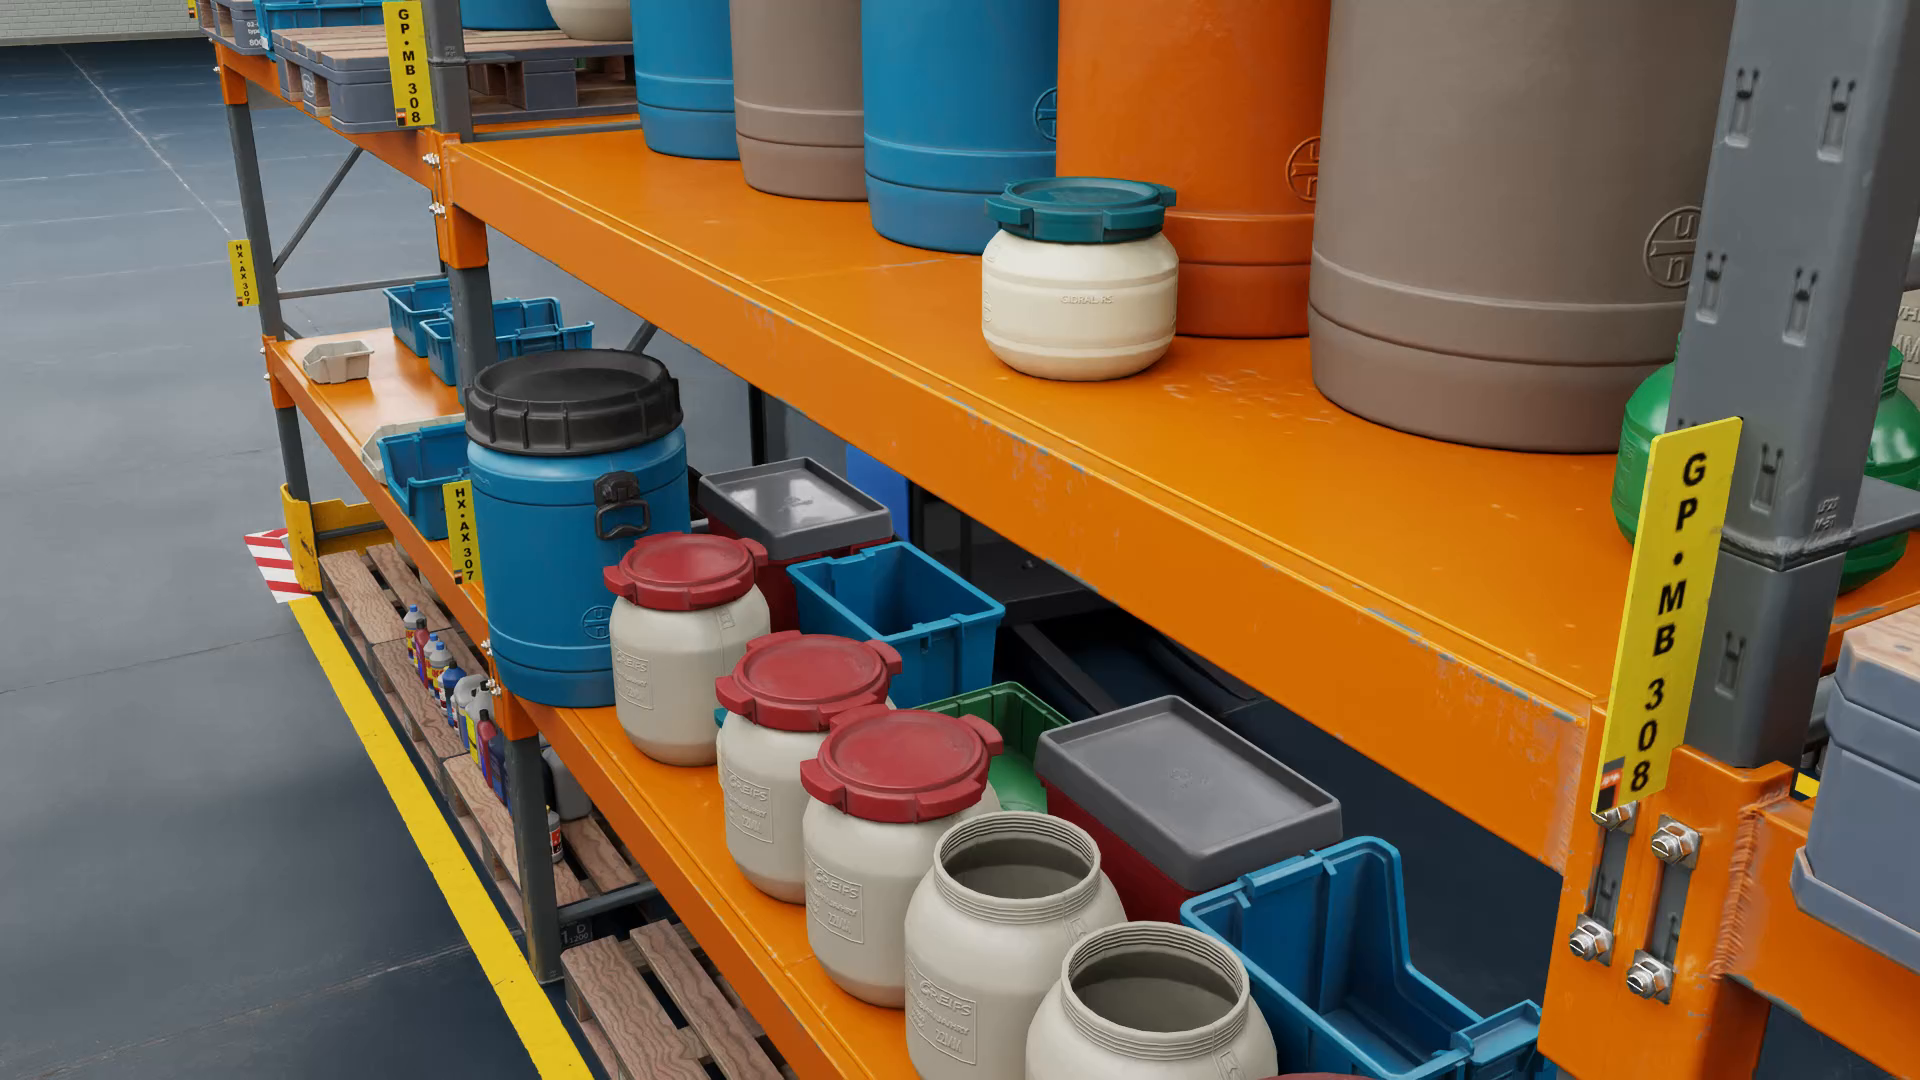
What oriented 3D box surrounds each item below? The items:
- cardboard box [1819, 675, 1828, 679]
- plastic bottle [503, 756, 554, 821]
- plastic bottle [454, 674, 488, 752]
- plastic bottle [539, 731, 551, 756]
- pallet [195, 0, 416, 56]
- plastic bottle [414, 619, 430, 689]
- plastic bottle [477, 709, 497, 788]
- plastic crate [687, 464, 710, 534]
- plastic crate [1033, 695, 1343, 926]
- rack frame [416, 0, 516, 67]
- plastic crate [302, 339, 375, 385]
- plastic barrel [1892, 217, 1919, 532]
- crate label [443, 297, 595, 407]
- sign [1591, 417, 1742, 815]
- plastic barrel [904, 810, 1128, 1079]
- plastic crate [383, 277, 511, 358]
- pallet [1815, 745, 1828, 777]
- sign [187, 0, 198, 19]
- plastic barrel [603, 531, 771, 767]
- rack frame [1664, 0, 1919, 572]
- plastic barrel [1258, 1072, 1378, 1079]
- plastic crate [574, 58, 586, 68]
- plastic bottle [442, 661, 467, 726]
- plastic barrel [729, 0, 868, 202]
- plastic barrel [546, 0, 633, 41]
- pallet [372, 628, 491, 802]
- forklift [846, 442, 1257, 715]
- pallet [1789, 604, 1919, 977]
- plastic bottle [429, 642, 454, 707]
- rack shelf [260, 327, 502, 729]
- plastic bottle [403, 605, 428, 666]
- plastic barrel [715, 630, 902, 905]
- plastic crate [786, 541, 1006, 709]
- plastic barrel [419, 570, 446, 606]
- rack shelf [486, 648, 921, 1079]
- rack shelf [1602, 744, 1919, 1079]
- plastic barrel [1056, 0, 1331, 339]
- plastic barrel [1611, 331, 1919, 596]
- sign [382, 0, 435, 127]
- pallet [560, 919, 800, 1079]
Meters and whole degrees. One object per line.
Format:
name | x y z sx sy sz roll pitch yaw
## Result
cardboard box | 3.767 0.642 6.842 0.500 0.250 0.500 -13 26 -30
plastic bottle | -1.590 0.873 6.113 0.144 0.351 0.185 -13 26 -30
plastic bottle | -1.933 0.688 6.668 0.152 0.276 0.135 -12 25 -27
plastic bottle | -1.574 0.809 6.370 0.152 0.276 0.135 -13 25 -28
pallet | -2.718 -2.307 7.271 1.003 0.211 1.213 -13 25 -28
plastic bottle | -2.298 0.487 7.154 0.061 0.283 0.133 -12 25 -27
plastic bottle | -1.807 0.798 6.388 0.061 0.283 0.133 -11 24 -25
plastic crate | -1.171 -0.162 5.809 0.767 0.338 0.504 -13 25 -28
plastic crate | 0.468 0.686 3.554 0.402 0.464 0.583 -13 25 -28
rack frame | -1.013 -2.776 4.190 1.000 3.000 0.127 -13 25 -28
plastic crate | -2.876 -0.818 7.690 0.298 0.136 0.250 -13 25 -28
plastic barrel | 1.135 -0.303 1.941 0.421 0.512 0.421 0 22 0
crate label | -1.884 -0.764 7.161 0.502 0.435 0.616 -13 25 -28
sign | 0.561 0.065 1.323 0.100 0.325 0.005 -13 25 -28
plastic barrel | 0.106 0.818 3.167 0.421 0.512 0.421 0 22 0
plastic crate | -2.544 -1.118 8.277 0.499 0.251 0.616 -13 25 -28
pallet | 4.284 0.970 6.645 1.003 0.211 1.213 -13 25 -28
sign | -3.532 -2.581 7.682 0.100 0.325 0.005 -13 25 -28
plastic barrel | -0.713 0.292 4.429 0.433 0.535 0.433 0 22 0
rack frame | 1.030 -1.481 1.005 1.000 3.000 0.127 -13 25 -28
plastic barrel | 0.532 1.143 2.335 0.600 0.536 0.708 -13 25 -28
plastic crate | -1.585 -1.851 6.181 0.336 0.188 0.450 -13 25 -28
plastic bottle | -2.069 0.624 6.831 0.097 0.271 0.097 0 22 0
plastic barrel | -0.233 -1.284 3.838 0.600 0.901 0.600 0 22 0
plastic barrel | -1.064 -1.810 5.091 0.421 0.512 0.421 0 22 0
pallet | -1.948 0.674 7.372 1.003 0.211 1.213 -13 25 -28
forklift | 0.383 -0.960 7.782 1.130 2.935 3.031 -9 24 -21
pallet | 1.337 0.262 0.950 1.003 0.211 1.213 -13 25 -28
plastic bottle | -2.172 0.559 6.993 0.097 0.271 0.097 0 22 0
rack shelf | -2.035 -0.311 7.048 1.077 0.370 4.000 -13 25 -28
plastic bottle | -2.398 0.415 7.345 0.097 0.271 0.097 0 22 0
plastic barrel | -0.338 0.530 3.844 0.433 0.535 0.433 0 22 0
plastic crate | -0.182 0.308 4.592 0.392 0.384 0.575 -13 25 -28
plastic barrel | -2.399 0.027 8.008 0.421 0.512 0.421 0 22 0
rack shelf | 0.008 0.984 3.863 1.077 0.370 4.000 -13 25 -28
rack shelf | 2.052 0.889 0.112 1.077 0.370 4.000 -13 25 -28
plastic barrel | 0.463 -0.810 2.766 0.600 0.830 0.708 -13 25 -28
plastic barrel | 0.860 -0.090 1.771 0.294 0.245 0.294 0 22 0
sign | -1.492 -1.288 4.502 0.100 0.325 0.005 -13 25 -28
pallet | -0.579 1.542 5.238 1.003 0.211 1.213 -13 25 -28
